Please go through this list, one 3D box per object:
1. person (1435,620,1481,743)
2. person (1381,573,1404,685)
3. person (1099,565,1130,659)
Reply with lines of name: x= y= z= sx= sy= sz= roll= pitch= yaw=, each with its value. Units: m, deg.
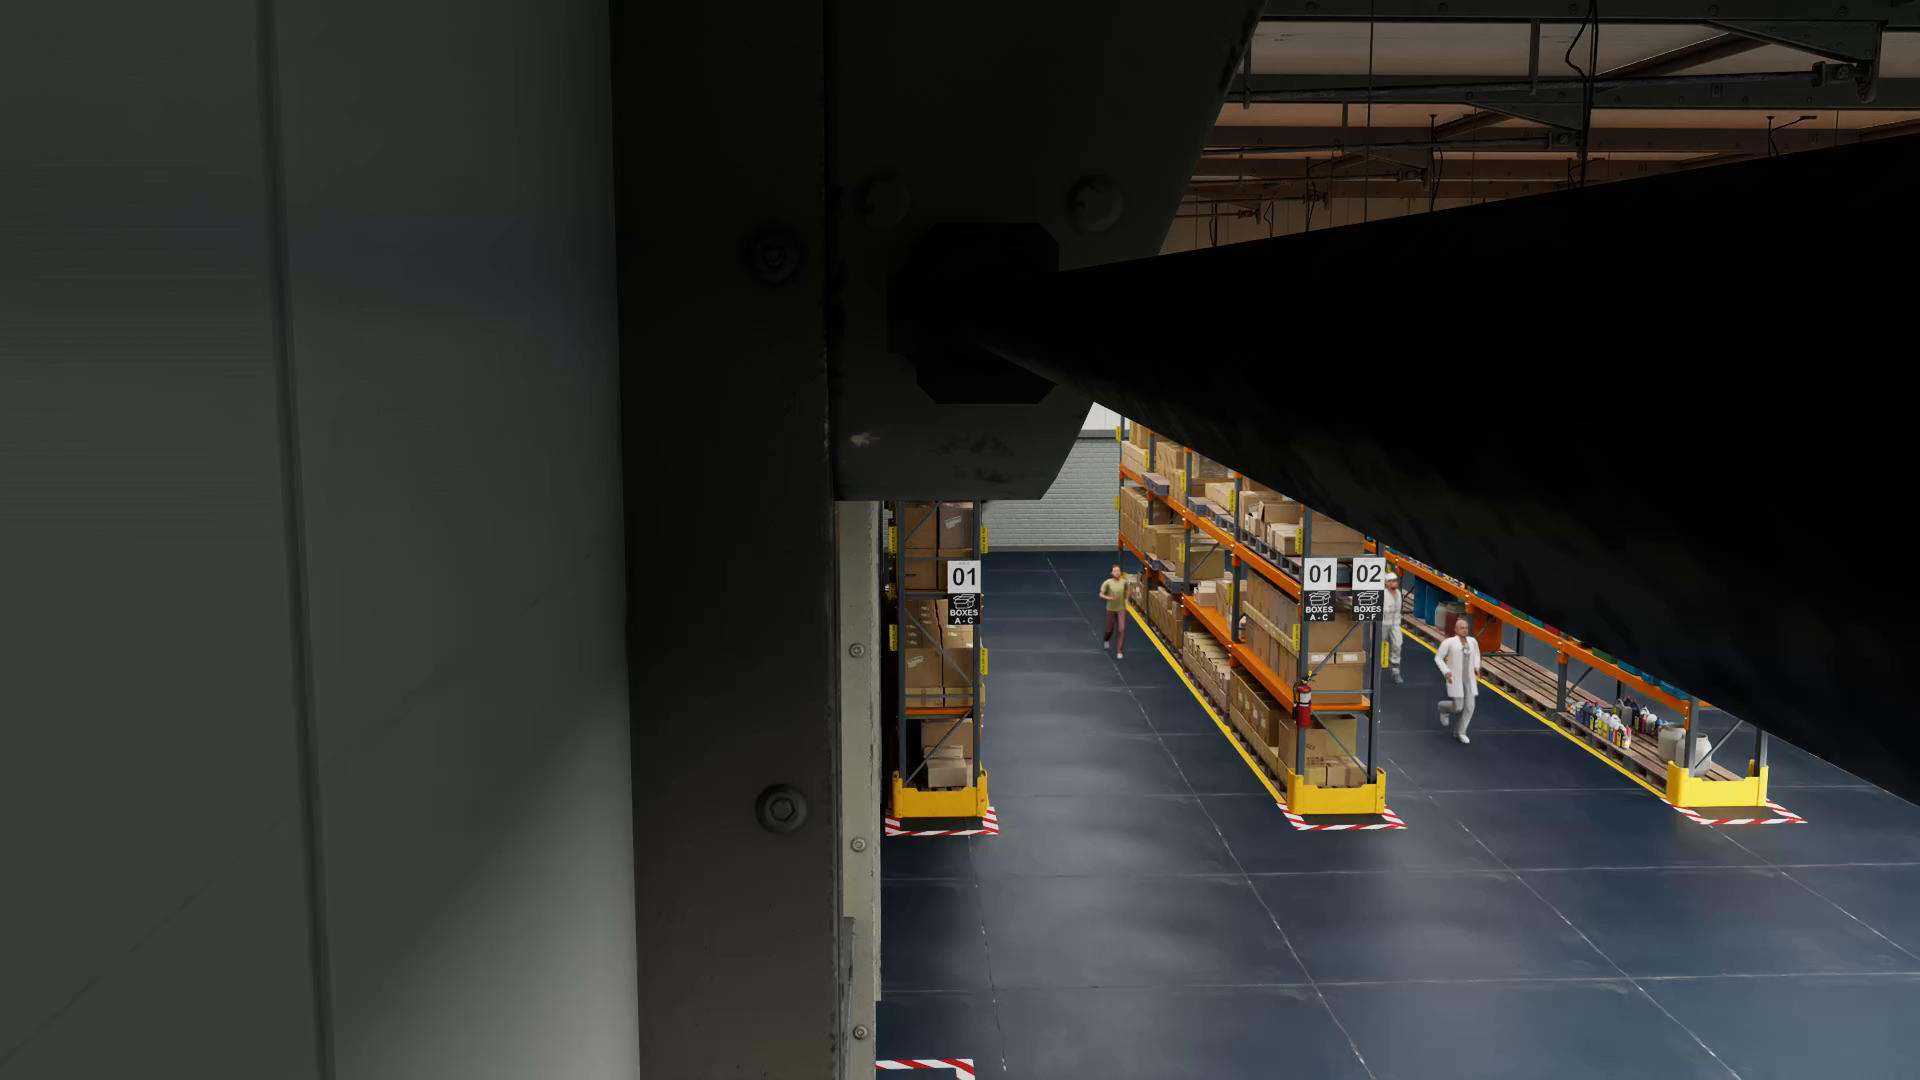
person: x=7.242 y=2.022 z=24.123 sx=0.710 sy=1.743 sz=0.699 roll=-2 pitch=8 yaw=-10
person: x=7.140 y=1.443 z=27.846 sx=0.626 sy=1.825 sz=0.888 roll=-2 pitch=9 yaw=-16
person: x=2.772 y=1.249 z=29.652 sx=0.588 sy=1.643 sz=0.898 roll=-1 pitch=8 yaw=-7
